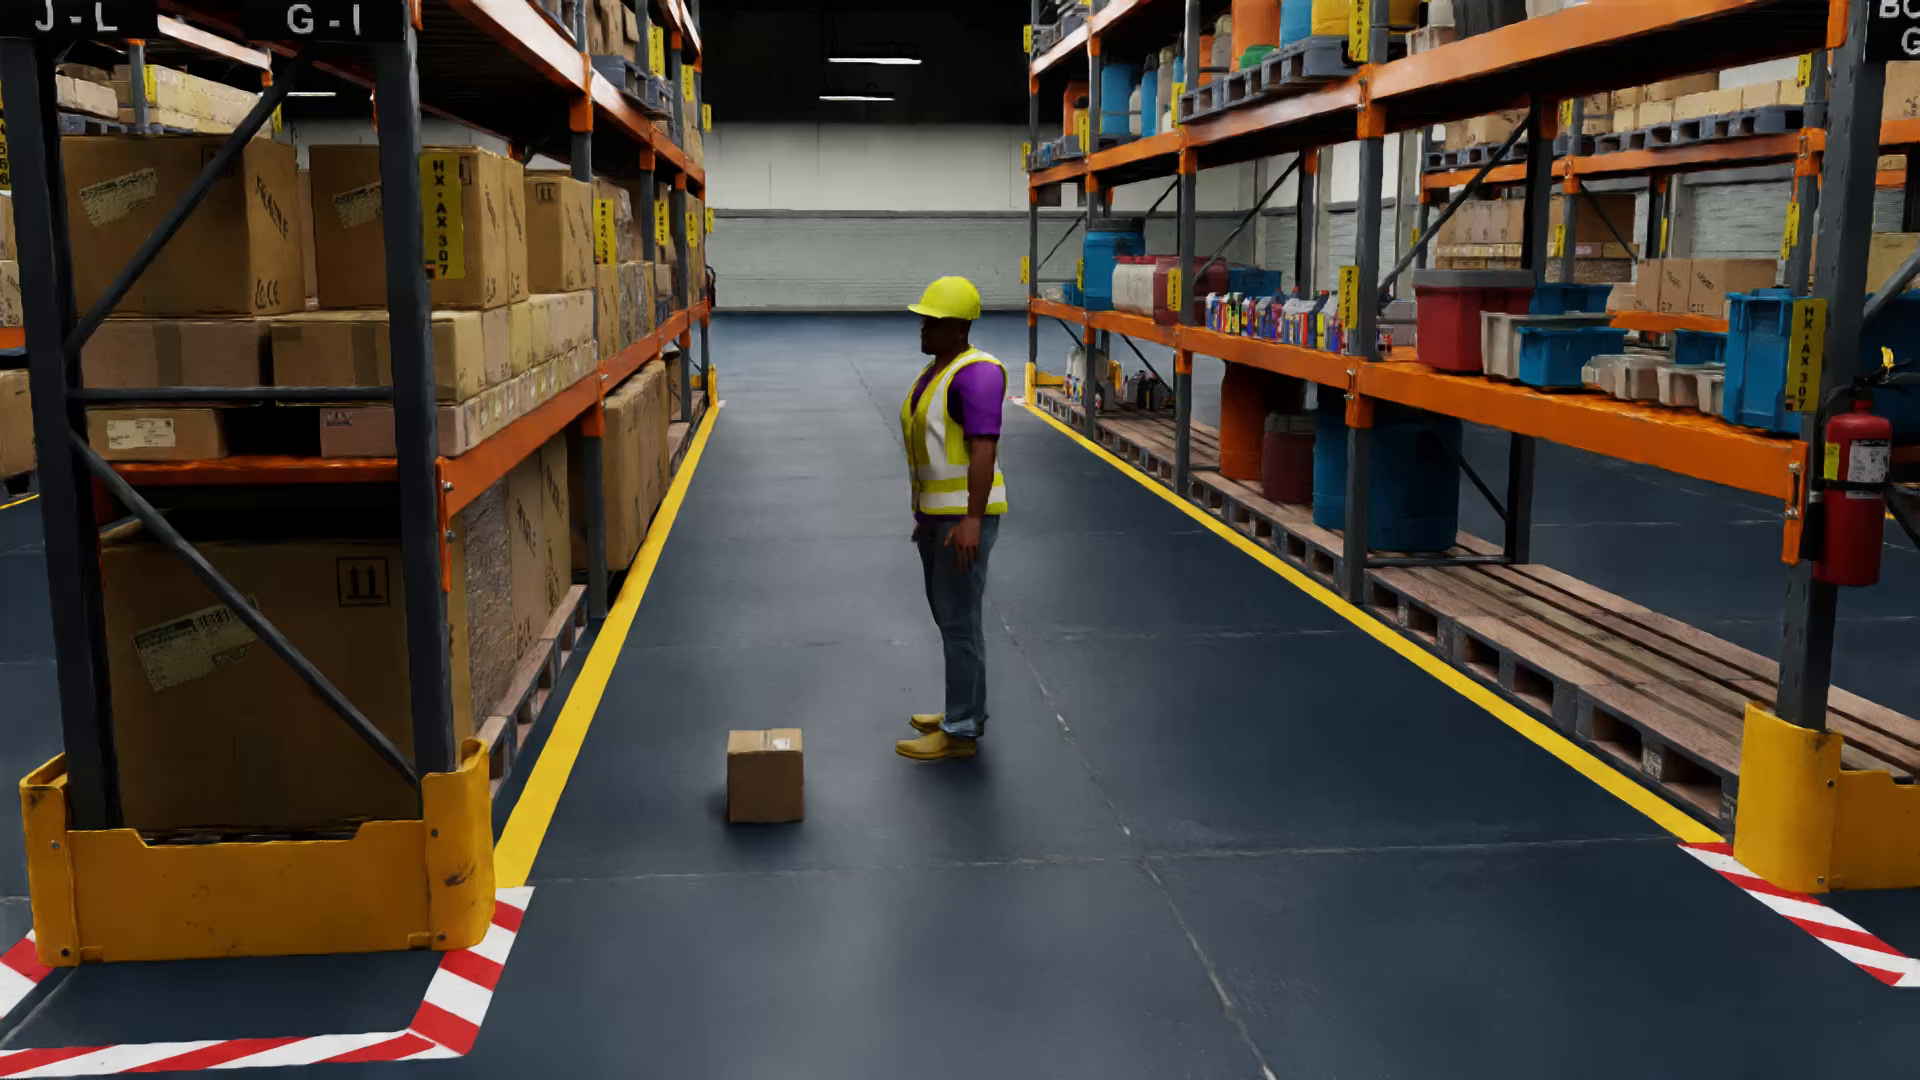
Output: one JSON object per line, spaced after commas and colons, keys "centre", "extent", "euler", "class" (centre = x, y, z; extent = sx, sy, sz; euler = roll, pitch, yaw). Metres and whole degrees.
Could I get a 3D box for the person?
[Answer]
{"centre": [-0.057, -0.076, 6.144], "extent": [0.445, 1.763, 0.690], "euler": [-4, 11, -20], "class": "person"}
